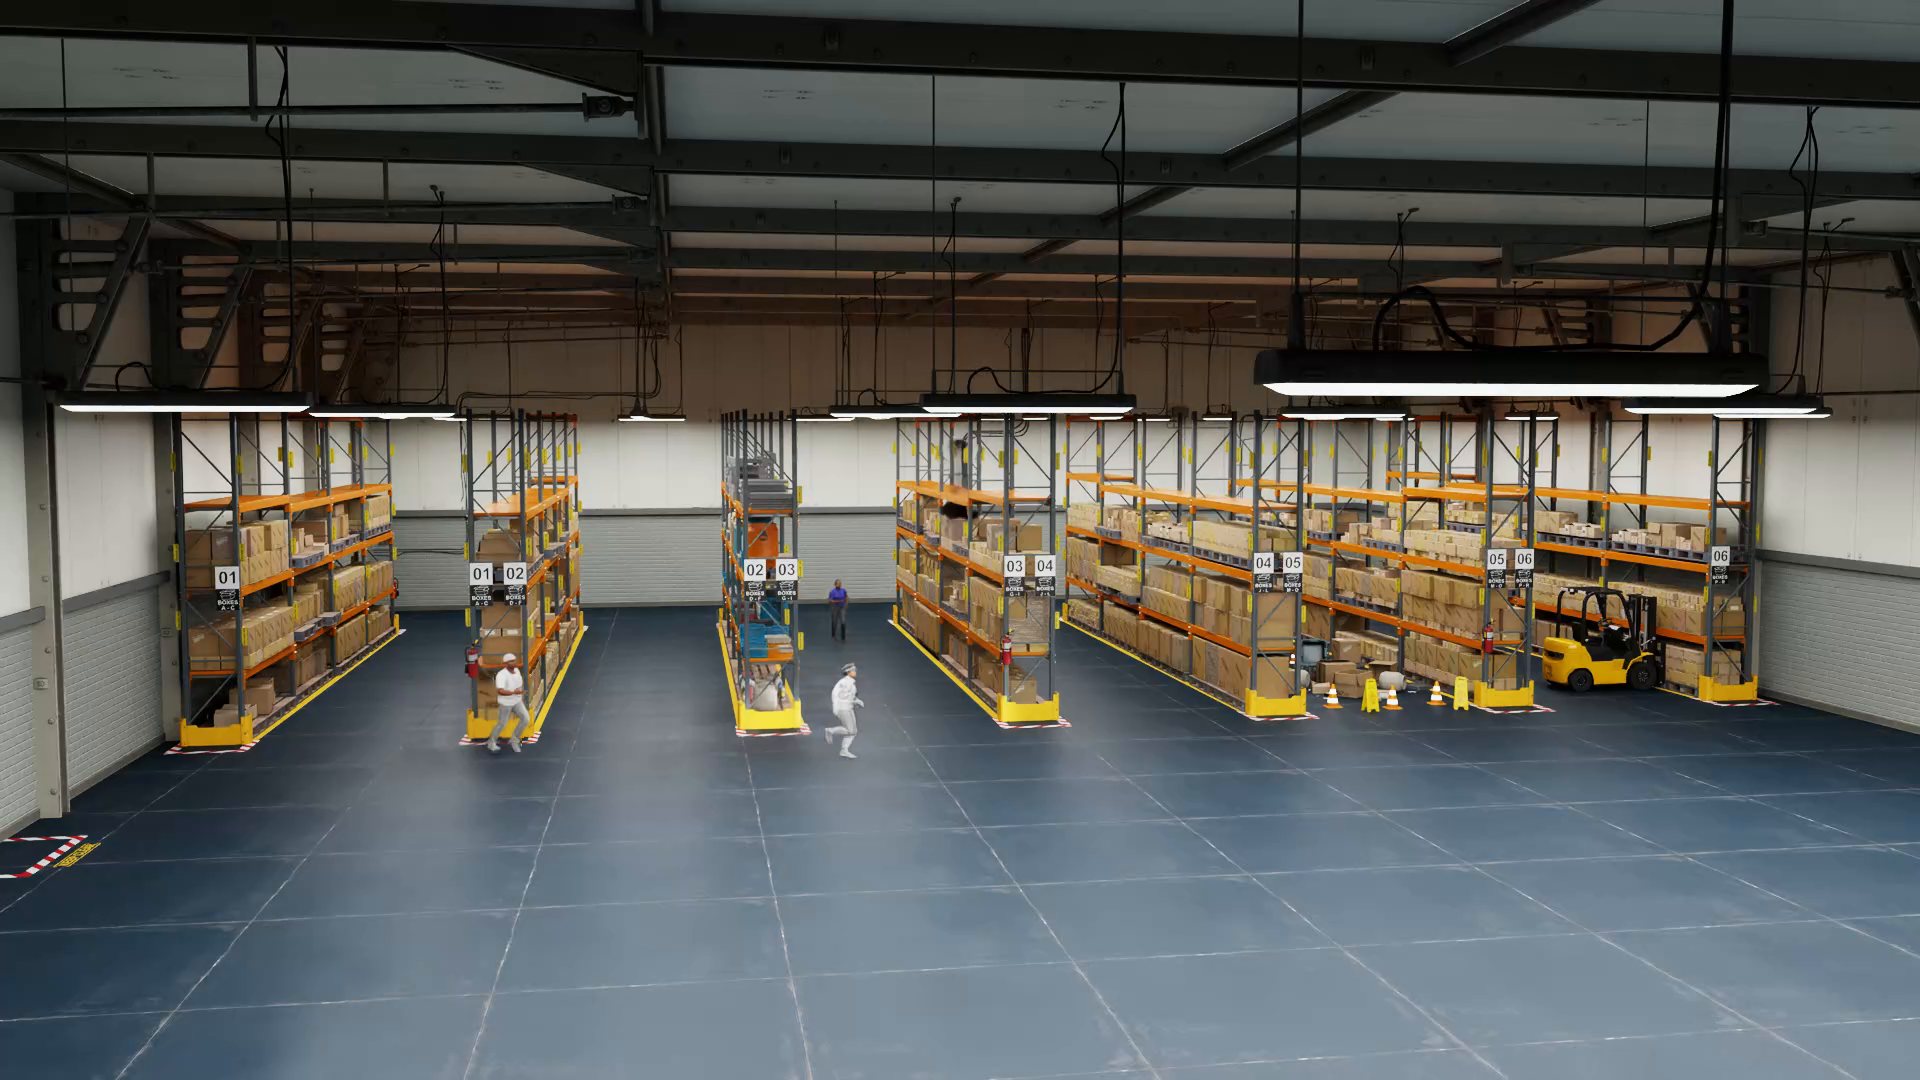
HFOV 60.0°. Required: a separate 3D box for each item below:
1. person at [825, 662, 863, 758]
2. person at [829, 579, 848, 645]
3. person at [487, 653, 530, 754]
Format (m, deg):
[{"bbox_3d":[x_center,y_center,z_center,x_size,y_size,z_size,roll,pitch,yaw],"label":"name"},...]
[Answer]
[{"bbox_3d":[-1.998,2.925,28.638,0.653,1.652,0.651,1,4,15],"label":"person"},{"bbox_3d":[-3.156,1.944,43.279,0.539,1.648,0.786,-1,4,-15],"label":"person"},{"bbox_3d":[-7.791,2.830,28.843,0.864,1.764,0.715,2,5,29],"label":"person"}]
